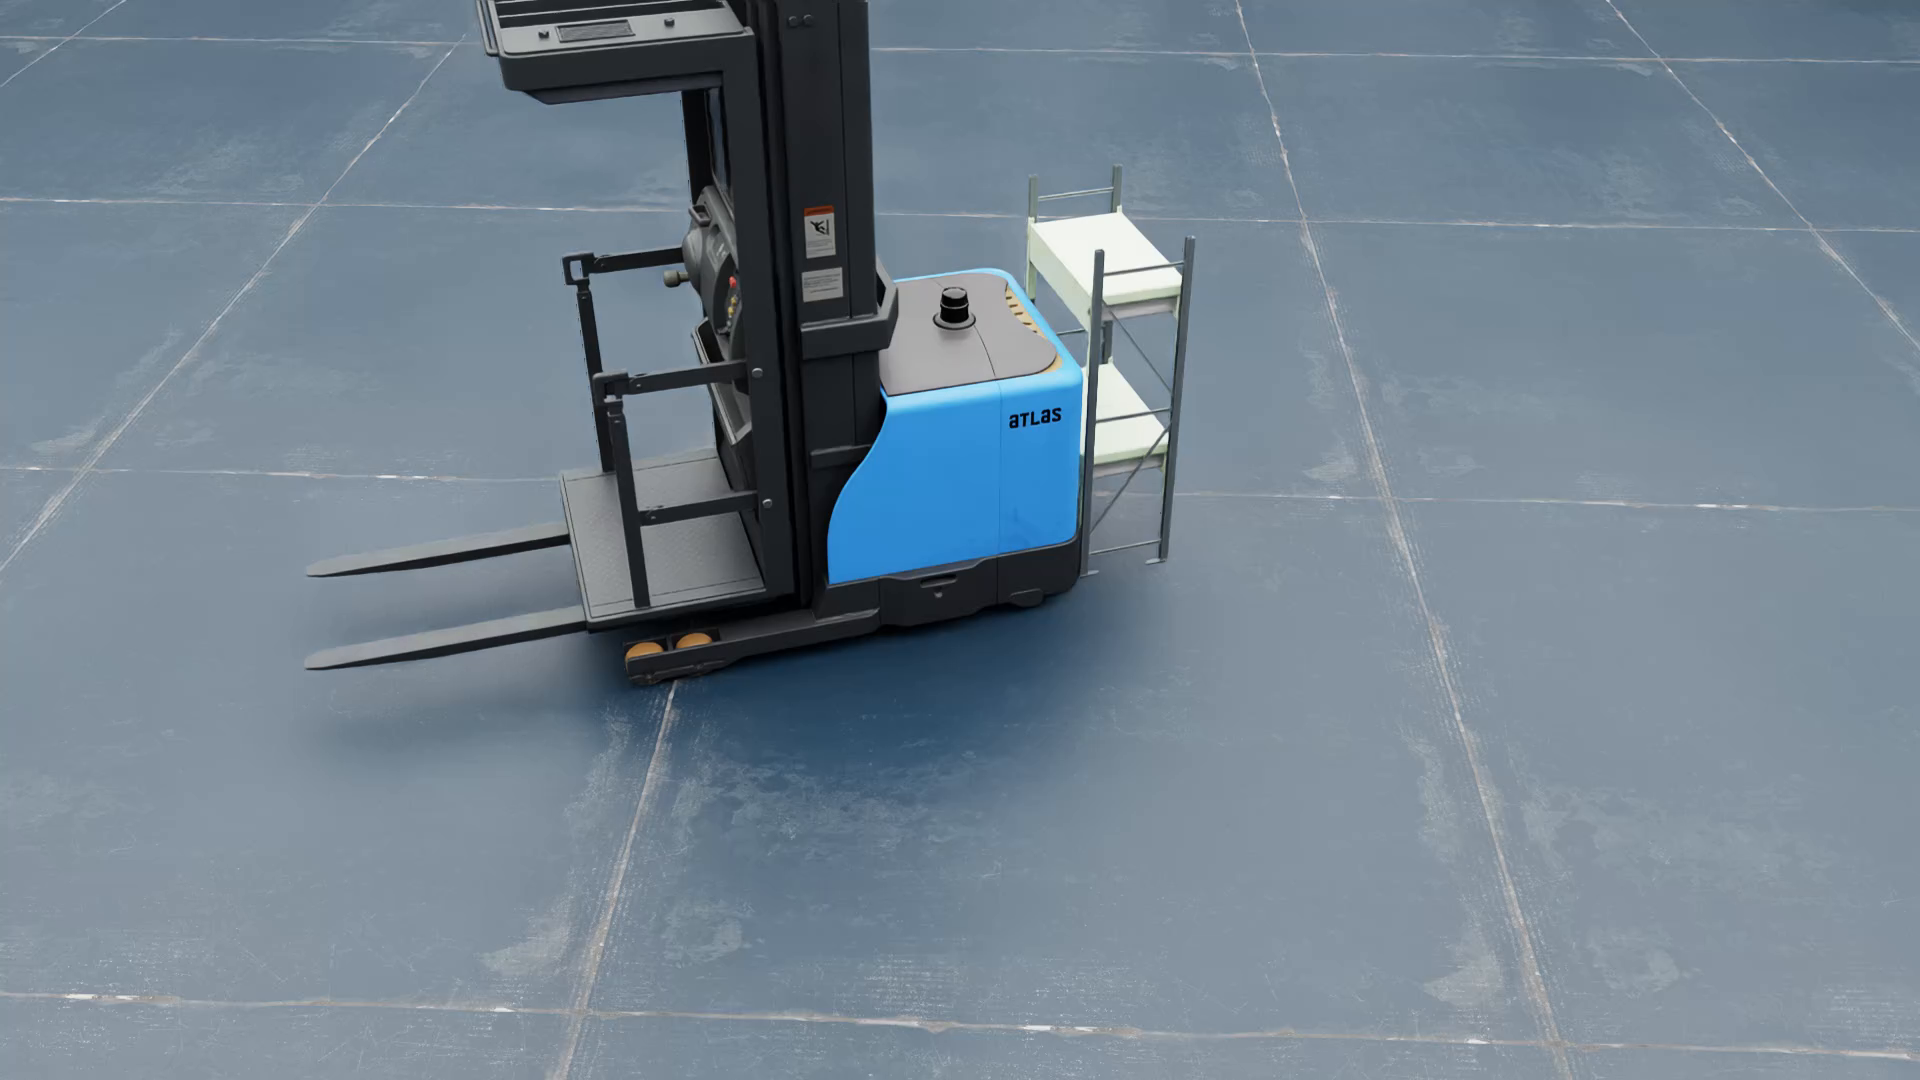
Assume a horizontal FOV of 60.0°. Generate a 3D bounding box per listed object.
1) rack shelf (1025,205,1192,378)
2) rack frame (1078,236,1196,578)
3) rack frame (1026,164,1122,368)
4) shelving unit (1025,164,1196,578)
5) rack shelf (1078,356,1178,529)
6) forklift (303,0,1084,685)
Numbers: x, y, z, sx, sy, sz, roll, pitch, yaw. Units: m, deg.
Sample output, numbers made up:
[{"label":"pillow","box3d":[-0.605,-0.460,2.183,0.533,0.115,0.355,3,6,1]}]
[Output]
[{"label":"rack shelf","box3d":[0.583,-1.014,6.710,0.431,0.370,0.720,-10,36,-14]},{"label":"rack frame","box3d":[0.694,-0.494,6.649,0.400,1.500,0.023,-10,36,-14]},{"label":"rack frame","box3d":[0.473,-0.896,7.220,0.400,1.500,0.023,-10,36,-14]},{"label":"shelving unit","box3d":[0.583,-0.695,6.935,0.431,1.500,0.755,-10,36,-14]},{"label":"rack shelf","box3d":[0.583,-0.428,7.122,0.431,0.370,0.720,-10,36,-14]},{"label":"forklift","box3d":[-1.090,-0.977,6.091,3.031,2.935,1.130,-10,36,-14]}]
